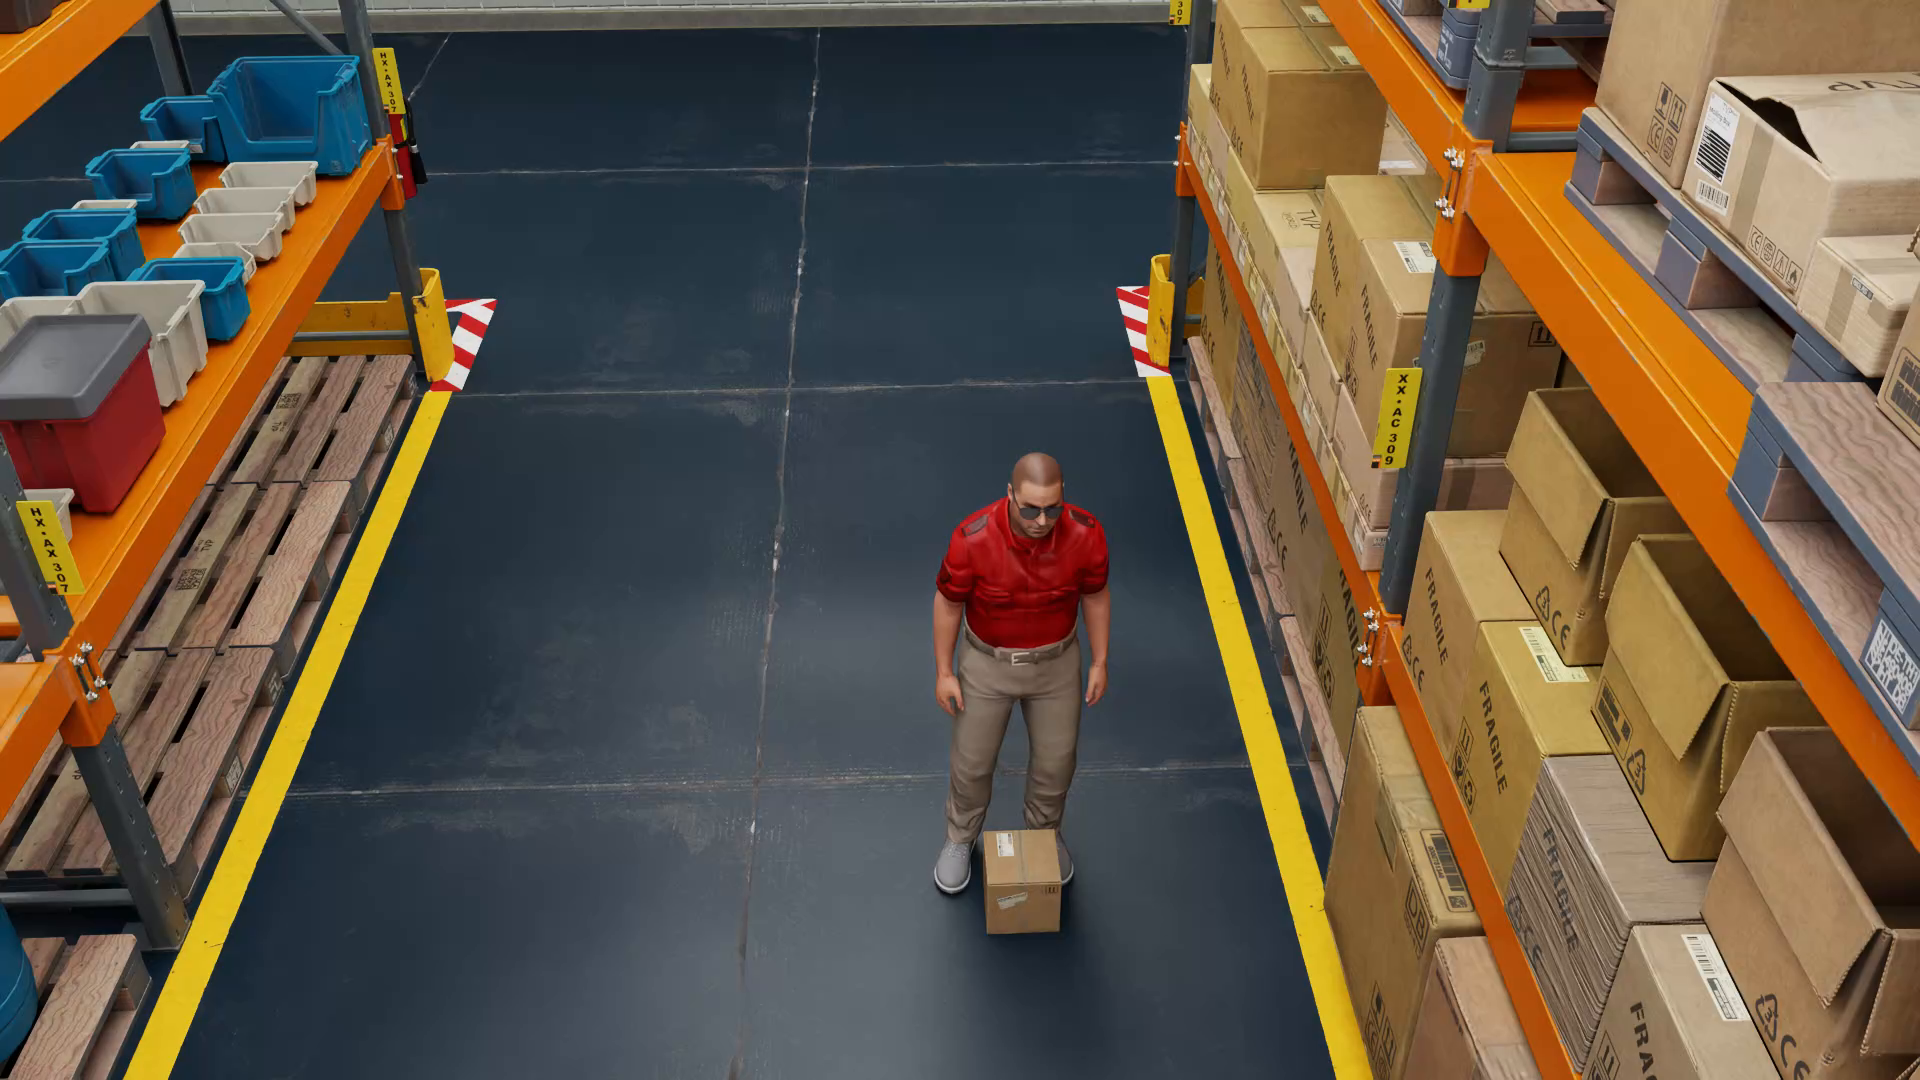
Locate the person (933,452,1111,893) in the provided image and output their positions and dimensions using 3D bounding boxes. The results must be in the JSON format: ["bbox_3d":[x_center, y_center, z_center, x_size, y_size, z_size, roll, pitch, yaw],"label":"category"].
[{"bbox_3d":[0.200,0.430,5.542,0.606,1.727,0.389,-3,35,-5],"label":"person"}]
